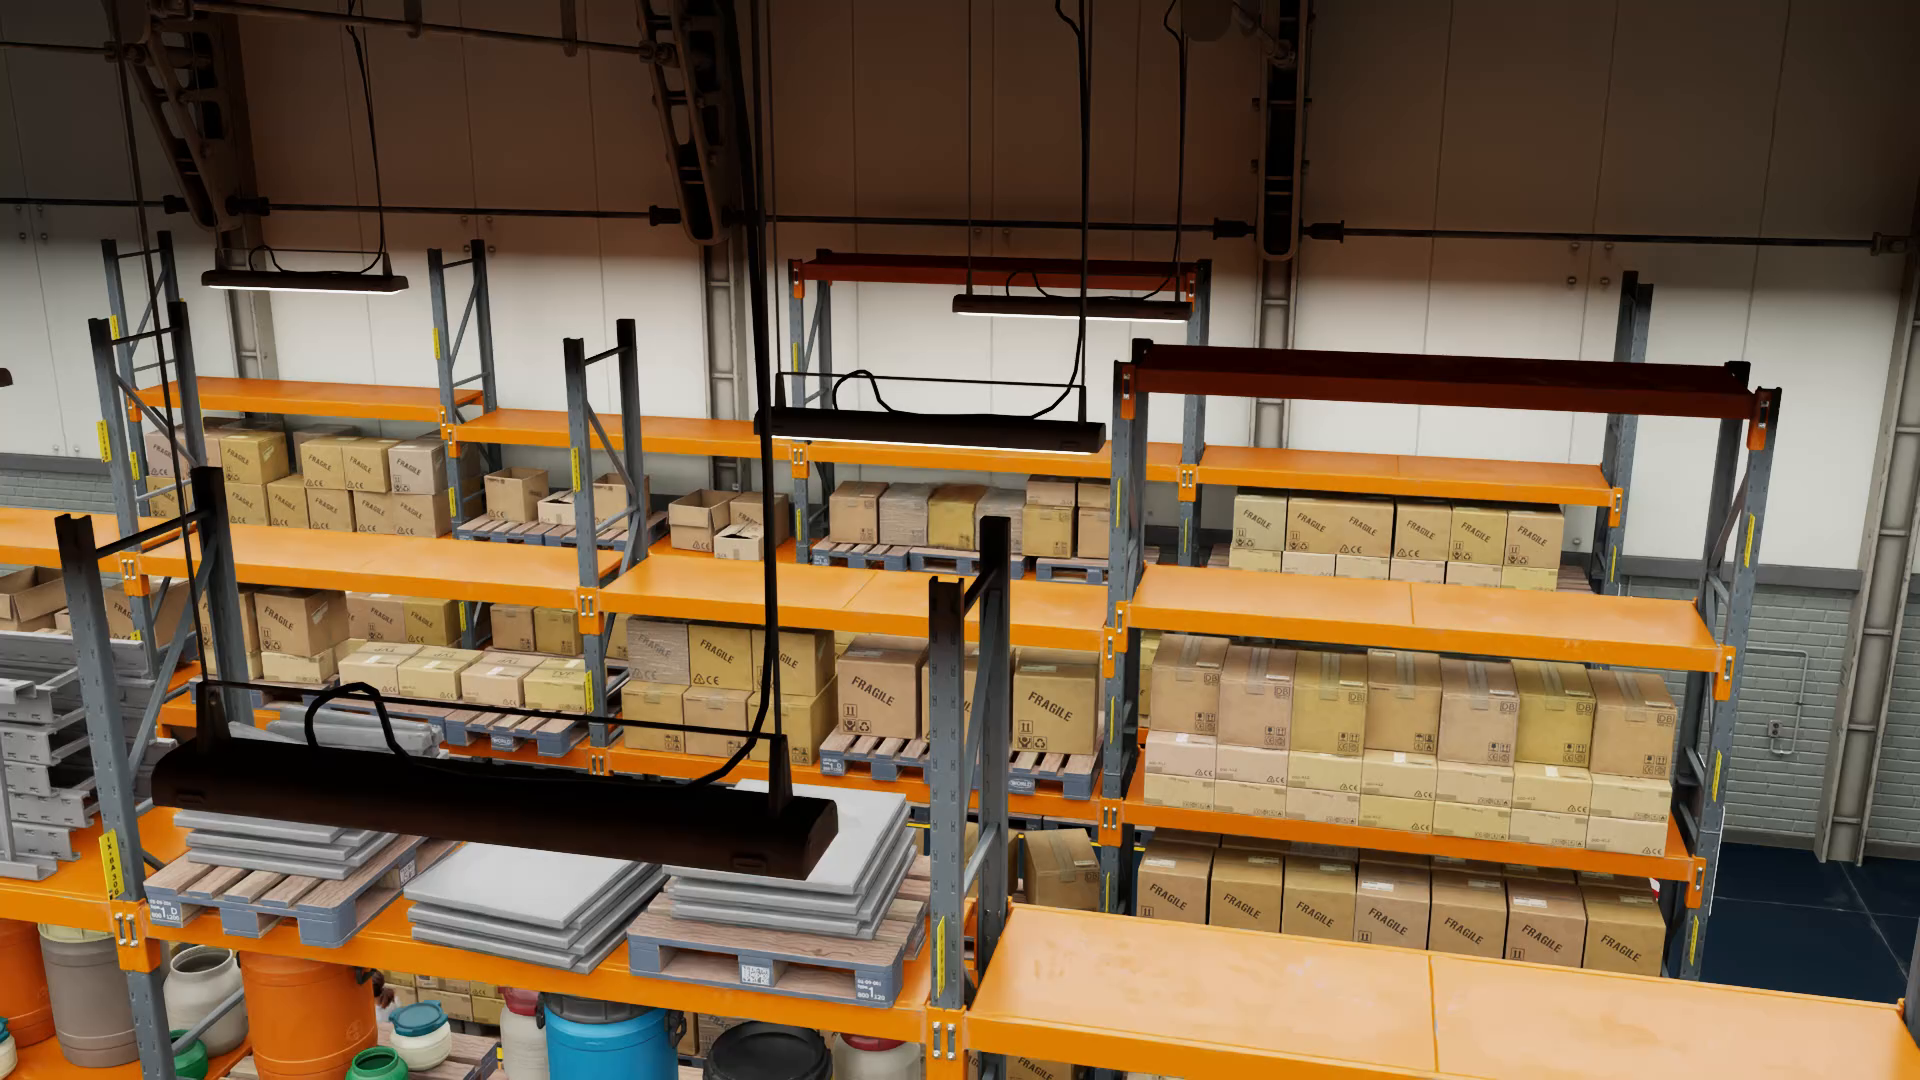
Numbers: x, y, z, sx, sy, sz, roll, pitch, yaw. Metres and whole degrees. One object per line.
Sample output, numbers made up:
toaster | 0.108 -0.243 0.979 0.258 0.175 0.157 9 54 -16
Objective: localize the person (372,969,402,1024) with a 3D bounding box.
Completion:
person | -4.252 3.897 12.130 0.537 1.725 0.485 4 17 14
